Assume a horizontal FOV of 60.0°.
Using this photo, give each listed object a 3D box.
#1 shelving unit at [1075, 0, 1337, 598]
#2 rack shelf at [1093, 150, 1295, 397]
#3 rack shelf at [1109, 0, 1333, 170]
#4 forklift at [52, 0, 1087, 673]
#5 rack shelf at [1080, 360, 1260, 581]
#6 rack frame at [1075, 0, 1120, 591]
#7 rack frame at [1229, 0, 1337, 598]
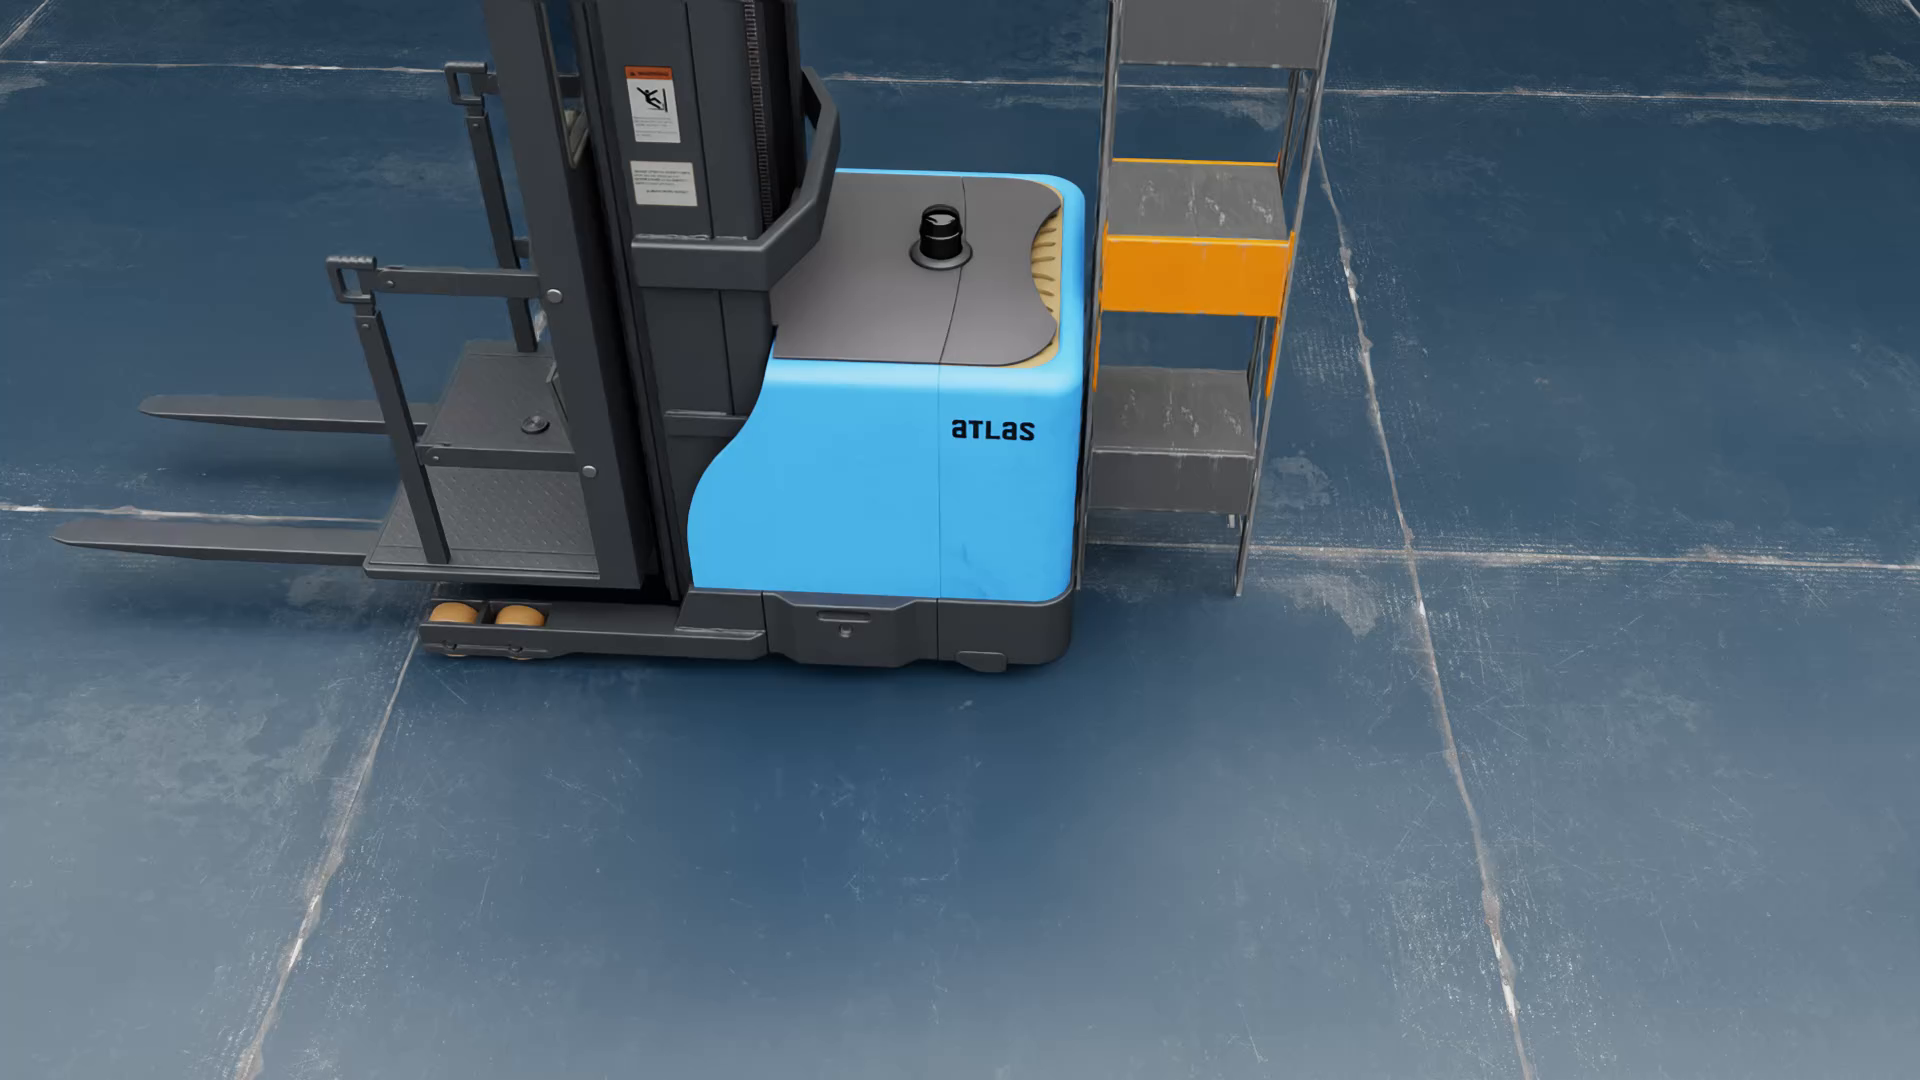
[{"bbox_3d":[0.615,-0.739,4.503,0.503,2.100,0.431,2,43,3],"label":"shelving unit"},{"bbox_3d":[0.615,-0.729,4.512,0.480,0.518,0.431,2,43,3],"label":"rack shelf"},{"bbox_3d":[0.615,-1.241,4.035,0.480,0.518,0.431,2,43,3],"label":"rack shelf"},{"bbox_3d":[-1.165,-1.079,4.258,3.031,2.935,1.130,2,43,3],"label":"forklift"},{"bbox_3d":[0.615,-0.217,4.989,0.480,0.518,0.431,2,43,3],"label":"rack shelf"},{"bbox_3d":[0.372,-0.749,4.514,0.015,2.100,0.400,2,43,3],"label":"rack frame"},{"bbox_3d":[0.859,-0.729,4.492,0.015,2.100,0.400,2,43,3],"label":"rack frame"}]
